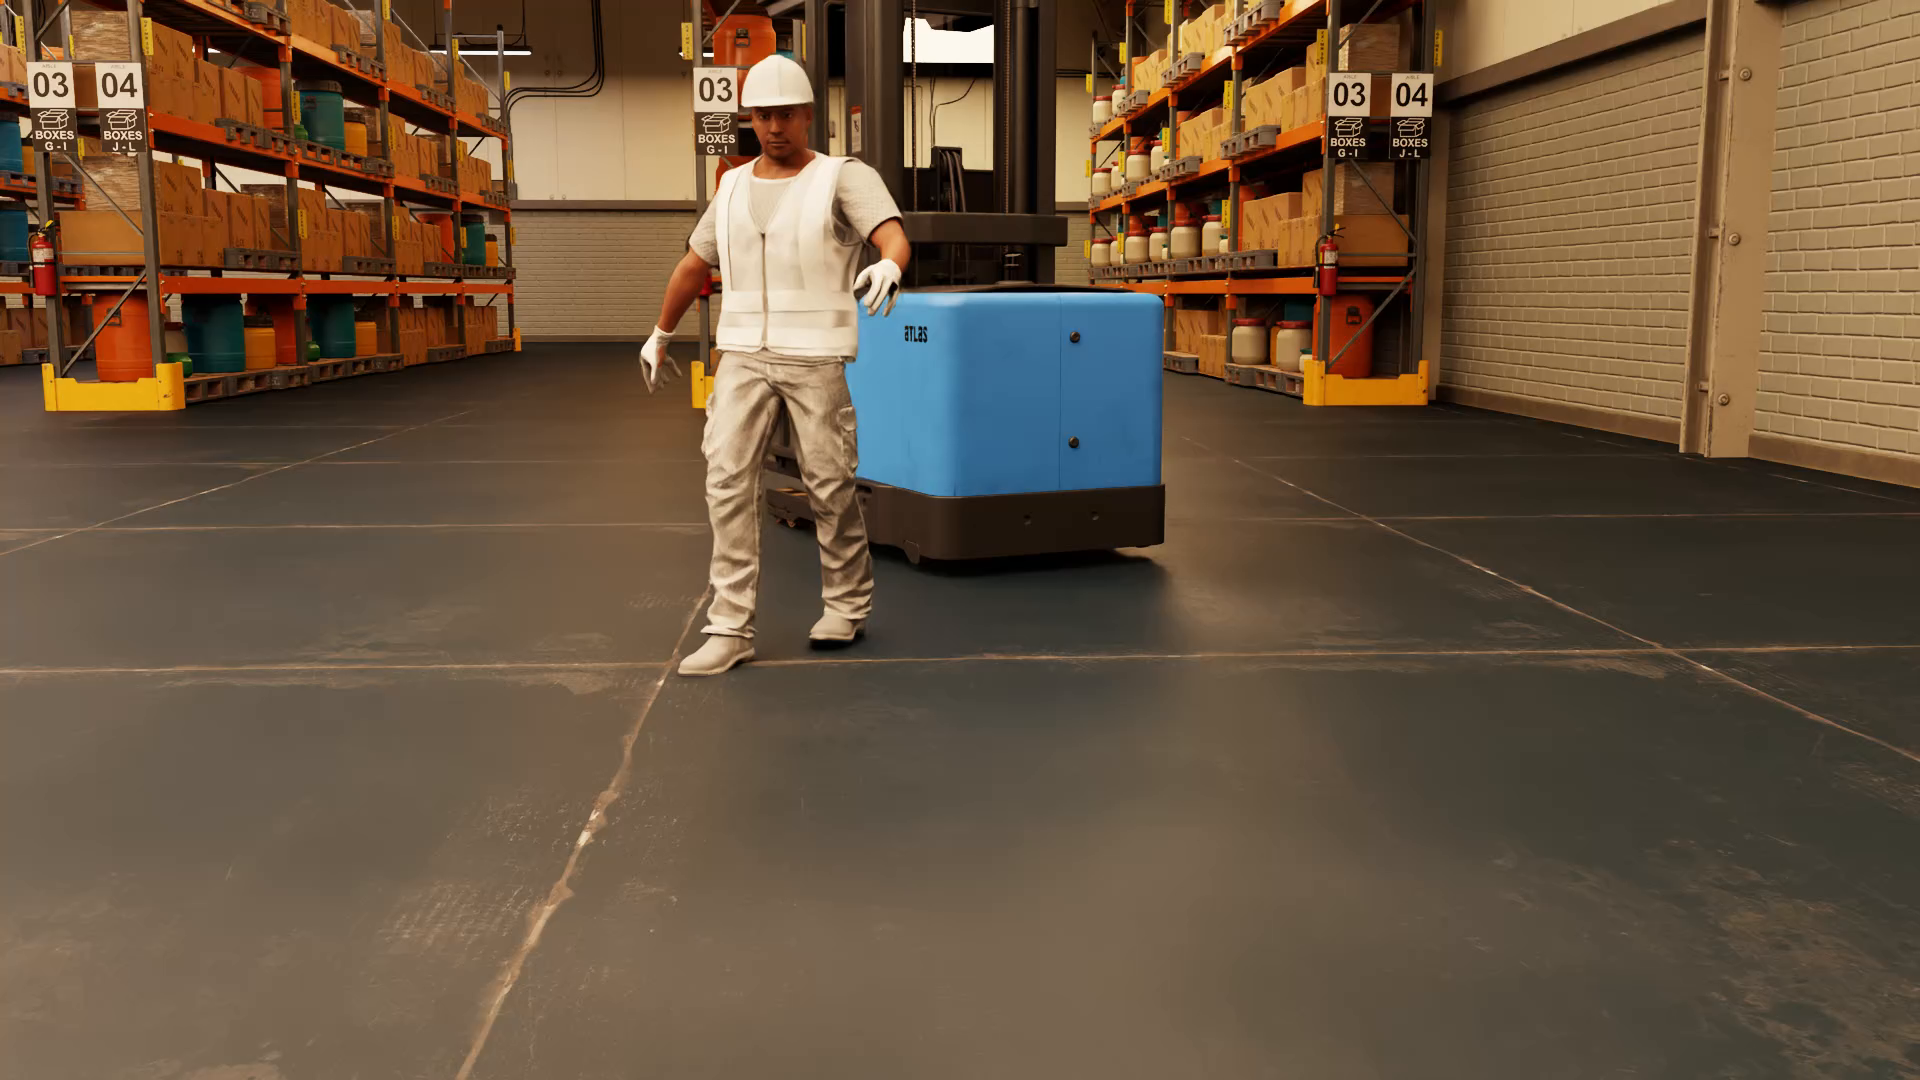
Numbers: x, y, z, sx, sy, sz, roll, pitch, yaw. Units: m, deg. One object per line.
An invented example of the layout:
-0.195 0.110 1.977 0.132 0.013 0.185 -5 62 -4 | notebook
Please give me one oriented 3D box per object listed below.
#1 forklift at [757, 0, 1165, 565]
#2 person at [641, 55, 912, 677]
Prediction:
-0.264 -1.530 7.637 1.130 2.935 3.031 -4 9 -25 | forklift
-0.572 -0.518 4.873 1.020 1.756 0.754 3 9 17 | person
